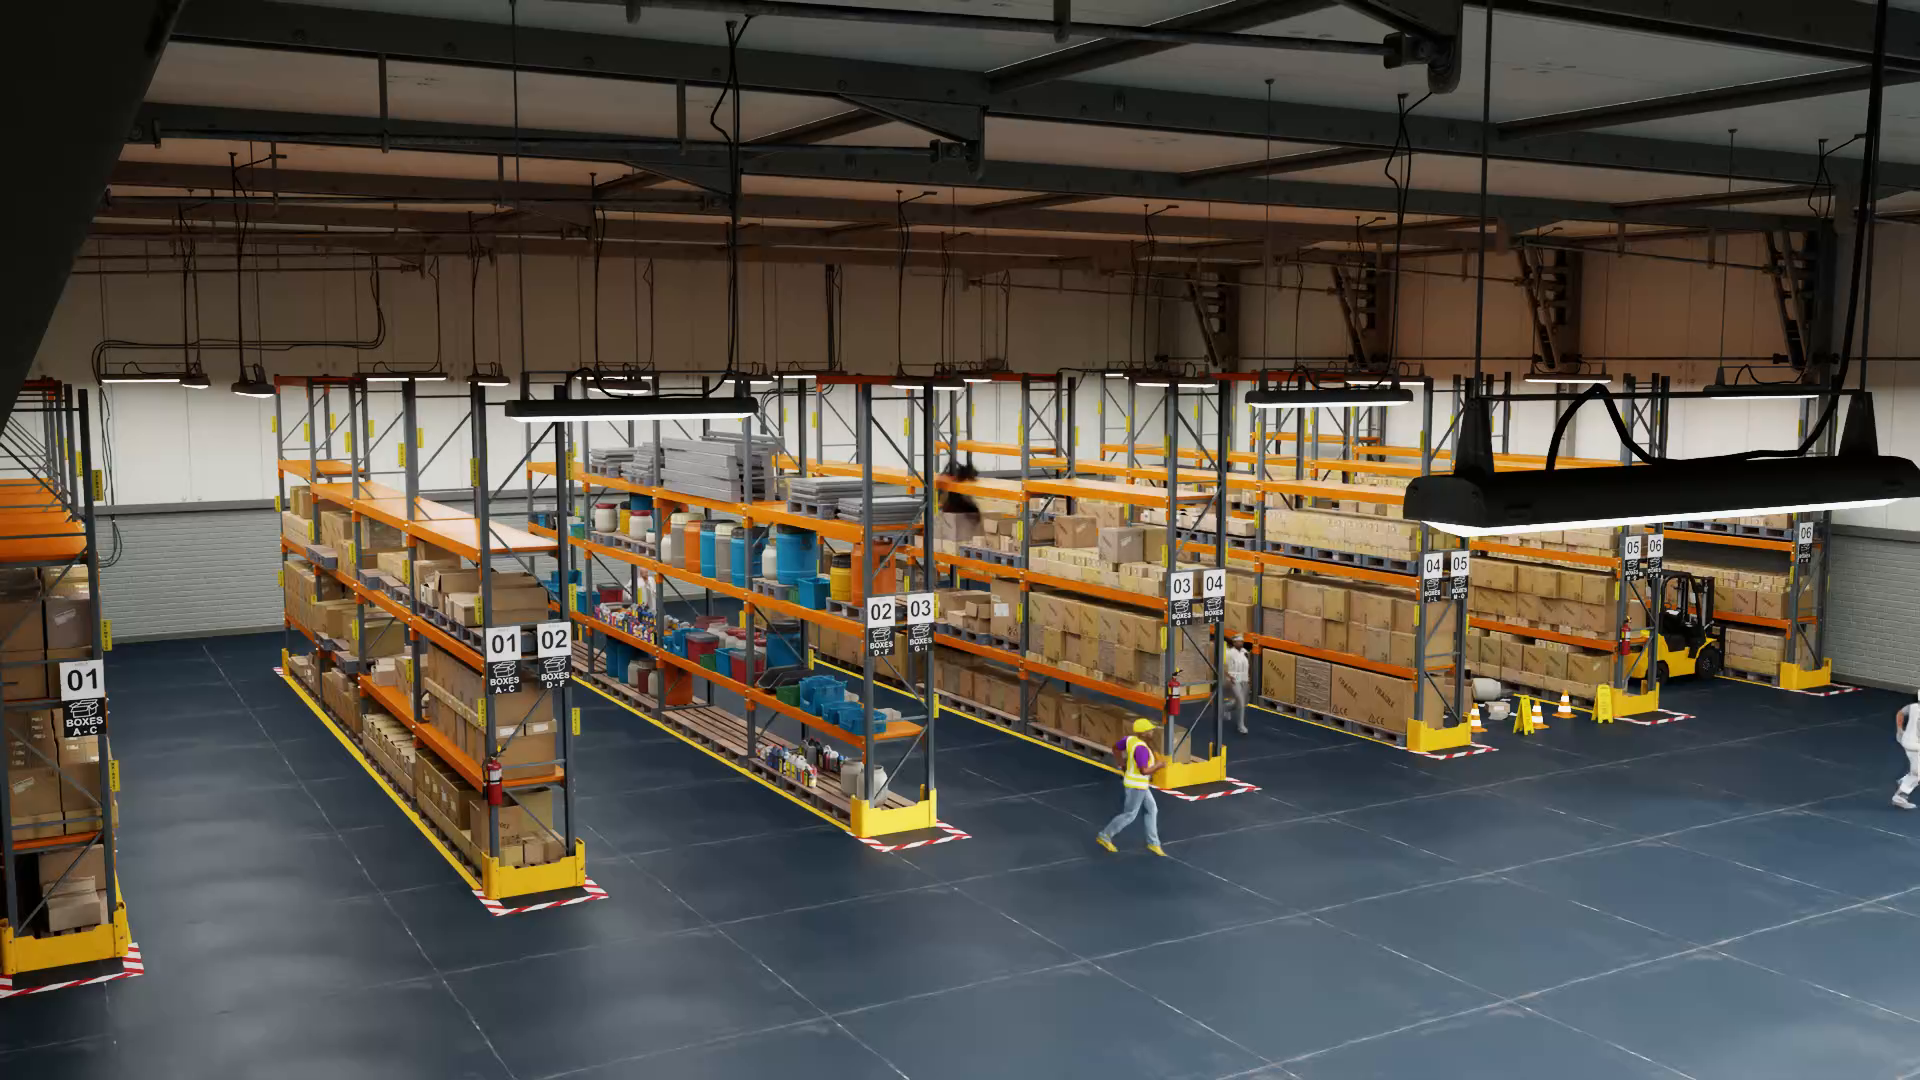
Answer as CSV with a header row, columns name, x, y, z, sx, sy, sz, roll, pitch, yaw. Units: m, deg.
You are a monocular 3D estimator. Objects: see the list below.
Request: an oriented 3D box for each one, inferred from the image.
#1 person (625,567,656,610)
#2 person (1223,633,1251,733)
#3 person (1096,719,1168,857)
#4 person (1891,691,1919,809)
name,x,y,z,sx,sy,sz,roll,pitch,yaw
person,-6.855,1.471,36.251,0.736,1.794,1.004,-5,8,-37
person,4.696,2.403,28.397,0.590,1.683,0.743,-4,7,-31
person,2.193,3.163,21.073,0.925,1.826,0.693,0,6,2
person,13.479,2.919,23.283,0.657,1.728,0.707,2,7,16
